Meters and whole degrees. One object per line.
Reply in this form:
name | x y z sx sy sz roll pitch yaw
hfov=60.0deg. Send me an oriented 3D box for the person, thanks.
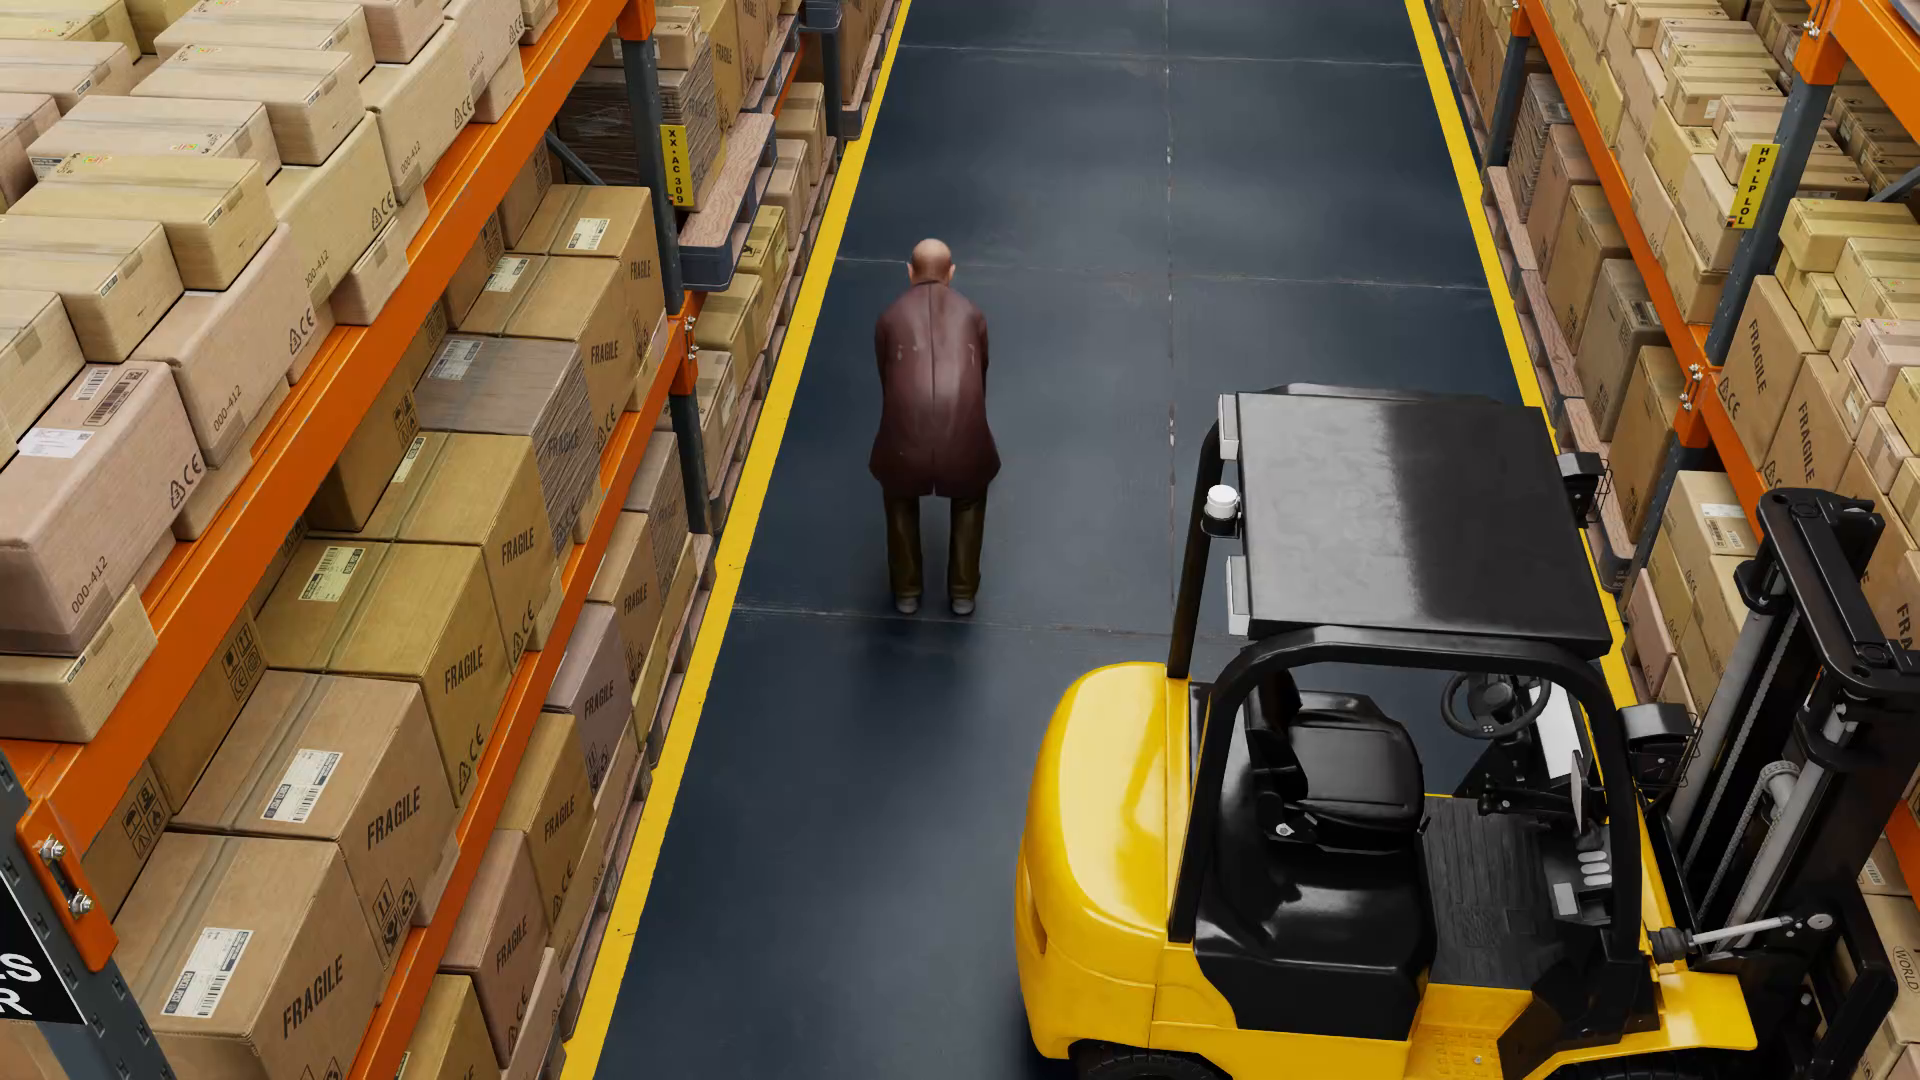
person | -0.104 -0.458 7.000 0.551 1.429 0.860 0 40 0
